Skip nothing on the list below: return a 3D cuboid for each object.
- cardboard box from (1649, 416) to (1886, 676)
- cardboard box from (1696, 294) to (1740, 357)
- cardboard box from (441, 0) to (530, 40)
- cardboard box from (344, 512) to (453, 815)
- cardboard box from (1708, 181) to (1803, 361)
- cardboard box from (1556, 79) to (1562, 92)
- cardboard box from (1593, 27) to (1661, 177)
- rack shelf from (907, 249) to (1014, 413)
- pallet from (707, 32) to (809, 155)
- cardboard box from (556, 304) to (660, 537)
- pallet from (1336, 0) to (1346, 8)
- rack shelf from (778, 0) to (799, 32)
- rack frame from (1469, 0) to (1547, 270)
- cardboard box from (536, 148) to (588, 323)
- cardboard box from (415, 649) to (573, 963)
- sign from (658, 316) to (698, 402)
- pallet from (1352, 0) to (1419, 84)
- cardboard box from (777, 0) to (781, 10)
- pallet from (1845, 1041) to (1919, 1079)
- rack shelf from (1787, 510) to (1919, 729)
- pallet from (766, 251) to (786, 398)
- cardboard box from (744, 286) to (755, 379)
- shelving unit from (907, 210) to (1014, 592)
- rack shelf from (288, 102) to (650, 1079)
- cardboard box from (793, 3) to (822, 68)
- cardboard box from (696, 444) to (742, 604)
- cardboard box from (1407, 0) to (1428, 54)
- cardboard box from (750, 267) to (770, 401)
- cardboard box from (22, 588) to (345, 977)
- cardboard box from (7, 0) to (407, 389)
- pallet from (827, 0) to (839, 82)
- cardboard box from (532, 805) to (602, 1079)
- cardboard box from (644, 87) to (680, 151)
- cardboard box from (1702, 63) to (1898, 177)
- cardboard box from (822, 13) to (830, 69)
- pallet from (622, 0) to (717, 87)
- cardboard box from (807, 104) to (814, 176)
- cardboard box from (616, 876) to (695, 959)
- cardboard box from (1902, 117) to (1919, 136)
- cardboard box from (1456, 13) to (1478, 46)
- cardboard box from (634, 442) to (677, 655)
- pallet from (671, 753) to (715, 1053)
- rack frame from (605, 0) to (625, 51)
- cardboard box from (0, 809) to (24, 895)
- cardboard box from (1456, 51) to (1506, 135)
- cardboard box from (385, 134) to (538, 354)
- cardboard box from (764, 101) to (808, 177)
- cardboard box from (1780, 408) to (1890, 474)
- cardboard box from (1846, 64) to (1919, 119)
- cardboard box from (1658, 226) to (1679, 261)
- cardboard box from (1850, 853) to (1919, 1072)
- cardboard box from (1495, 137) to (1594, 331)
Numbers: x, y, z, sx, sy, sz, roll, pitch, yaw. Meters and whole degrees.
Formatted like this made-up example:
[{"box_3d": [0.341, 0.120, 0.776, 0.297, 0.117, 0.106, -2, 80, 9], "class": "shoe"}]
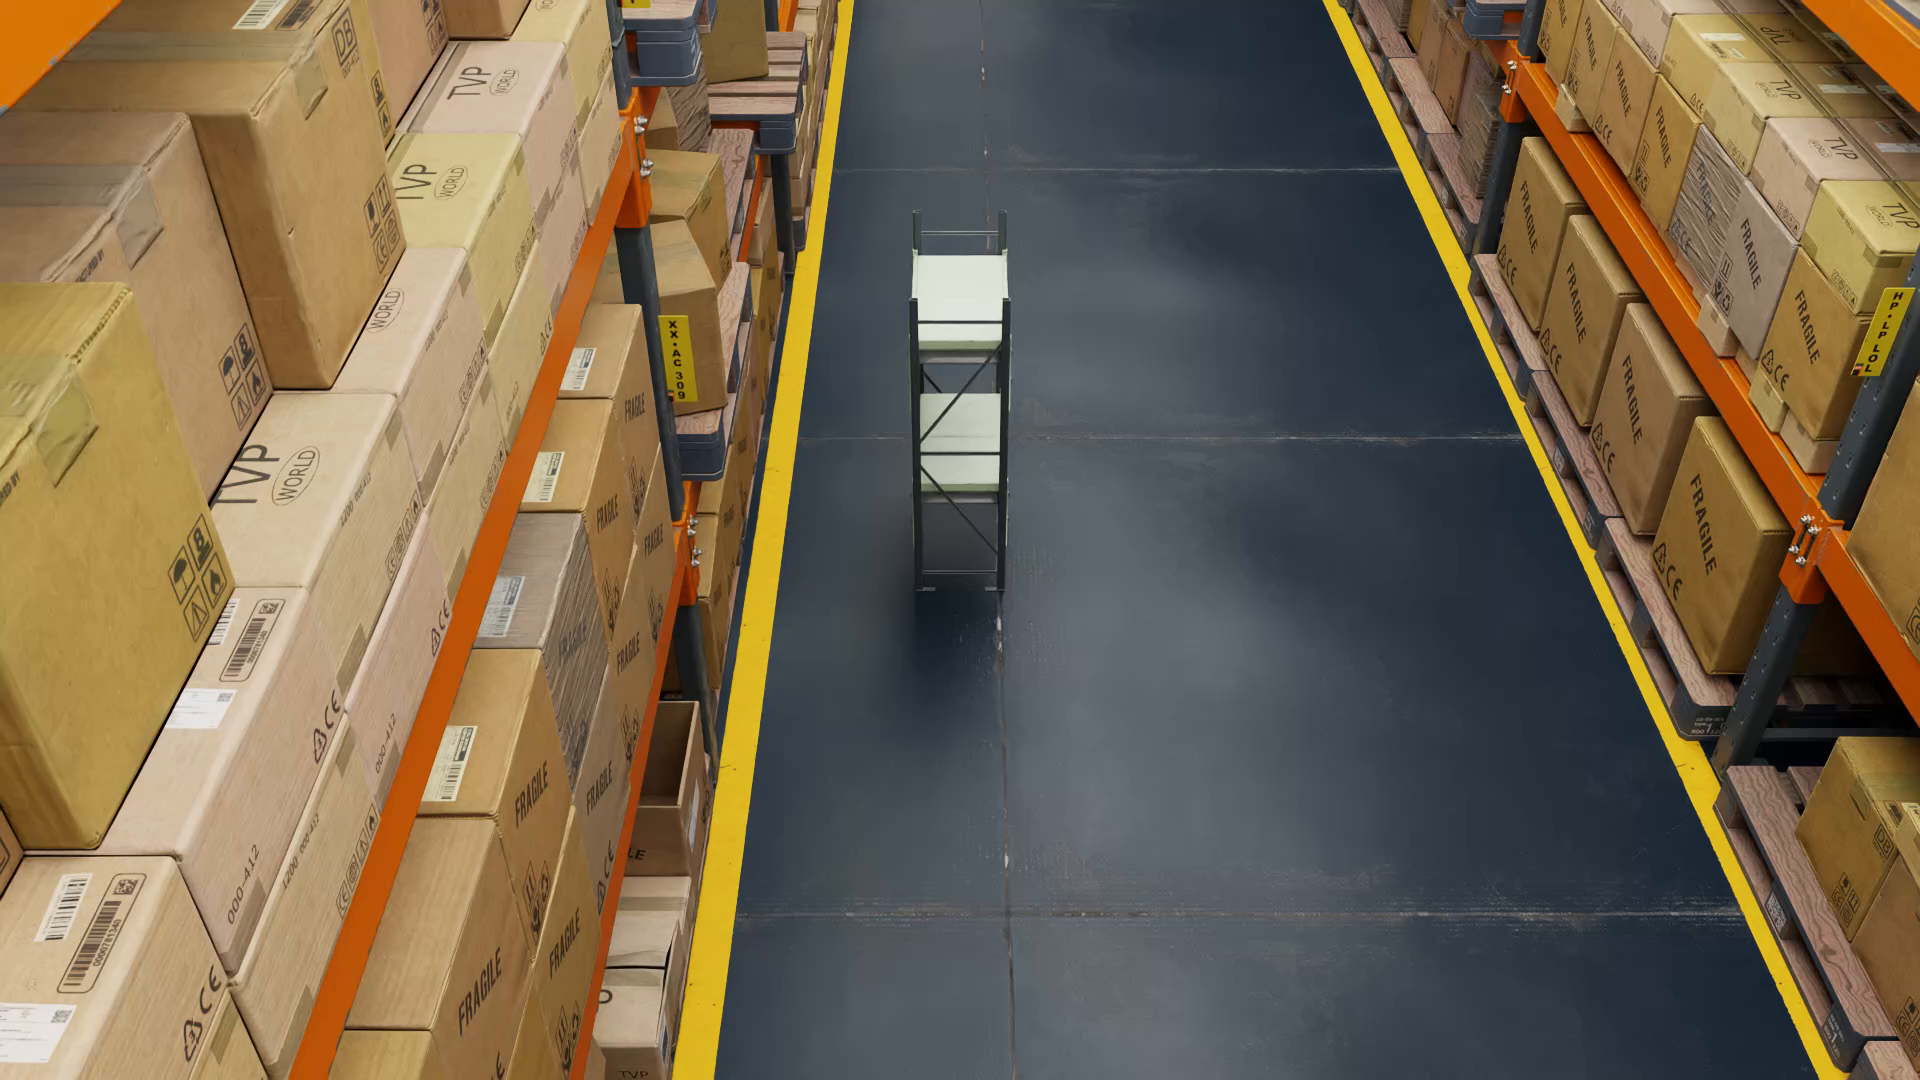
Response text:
[{"box_3d": [3.364, 0.020, 6.709, 0.750, 0.750, 0.750, 0, 39, 0], "class": "cardboard box"}, {"box_3d": [3.173, -0.854, 6.602, 0.380, 0.149, 0.250, 0, 39, 0], "class": "cardboard box"}, {"box_3d": [-1.420, -1.538, 3.992, 0.700, 0.500, 0.500, 0, 39, 0], "class": "cardboard box"}, {"box_3d": [-1.191, 0.200, 2.823, 0.500, 0.250, 0.500, 0, 39, 0], "class": "cardboard box"}, {"box_3d": [3.232, -1.019, 6.289, 0.500, 0.500, 0.500, 0, 39, 0], "class": "cardboard box"}, {"box_3d": [3.250, -2.296, 8.401, 0.380, 0.149, 0.250, 0, 39, 1], "class": "cardboard box"}, {"box_3d": [3.225, -1.971, 7.477, 0.500, 0.500, 0.500, 0, 39, 0], "class": "cardboard box"}, {"box_3d": [0.000, -0.894, 7.042, 0.431, 0.370, 0.720, 0, 39, 0], "class": "rack shelf"}, {"box_3d": [-1.393, -2.245, 8.306, 1.213, 0.211, 1.003, 0, 39, 0], "class": "pallet"}, {"box_3d": [-1.200, -0.355, 4.915, 0.500, 0.500, 0.500, 0, 39, 0], "class": "cardboard box"}, {"box_3d": [3.449, -4.583, 13.300, 1.003, 0.211, 1.213, 0, 39, 0], "class": "pallet"}, {"box_3d": [-1.466, -3.714, 10.561, 1.077, 0.370, 4.000, 0, 39, 0], "class": "rack shelf"}, {"box_3d": [3.490, -2.750, 8.782, 1.000, 3.000, 0.127, 0, 39, 0], "class": "rack frame"}, {"box_3d": [-1.203, -0.738, 3.993, 0.500, 0.250, 0.500, 0, 39, 0], "class": "cardboard box"}, {"box_3d": [-1.197, 0.595, 3.730, 0.500, 0.500, 0.500, 0, 39, 0], "class": "cardboard box"}, {"box_3d": [-0.916, -0.585, 5.389, 0.100, 0.325, 0.005, 0, 39, 0], "class": "sign"}, {"box_3d": [3.488, -3.676, 12.168, 1.003, 0.211, 1.213, 0, 39, 0], "class": "pallet"}, {"box_3d": [-1.271, -3.268, 9.501, 0.500, 0.311, 0.500, 0, 39, -1], "class": "cardboard box"}, {"box_3d": [3.422, 2.080, 4.985, 1.003, 0.211, 1.213, 0, 39, 0], "class": "pallet"}, {"box_3d": [3.497, 1.283, 4.325, 1.077, 0.370, 4.000, 0, 39, 0], "class": "rack shelf"}, {"box_3d": [-1.501, -1.189, 9.064, 1.003, 0.211, 1.213, 0, 39, 0], "class": "pallet"}, {"box_3d": [-1.218, -0.973, 7.613, 0.500, 0.250, 0.500, -1, 39, -1], "class": "cardboard box"}, {"box_3d": [0.000, -0.589, 7.286, 0.431, 1.500, 0.755, 0, 39, 0], "class": "shelving unit"}, {"box_3d": [-1.457, 0.119, 3.380, 1.077, 0.370, 4.000, 0, 39, 0], "class": "rack shelf"}, {"box_3d": [-1.179, -3.350, 10.946, 0.500, 0.311, 0.500, 0, 39, -1], "class": "cardboard box"}, {"box_3d": [-1.228, -0.075, 7.092, 0.500, 0.500, 0.500, 0, 39, 1], "class": "cardboard box"}, {"box_3d": [3.554, -3.664, 11.570, 0.700, 0.500, 0.500, -1, 39, -1], "class": "cardboard box"}, {"box_3d": [-1.228, -1.032, 8.286, 0.500, 0.500, 0.500, -1, 39, -2], "class": "cardboard box"}, {"box_3d": [-1.188, 0.318, 2.276, 0.500, 0.250, 0.500, 0, 39, 0], "class": "cardboard box"}, {"box_3d": [-1.402, -0.600, 2.822, 0.700, 0.500, 0.500, 0, 39, 0], "class": "cardboard box"}, {"box_3d": [-1.428, -3.696, 12.194, 1.003, 0.211, 1.213, 0, 39, 0], "class": "pallet"}, {"box_3d": [-1.194, 0.993, 4.032, 0.500, 0.500, 0.500, 0, 39, 1], "class": "cardboard box"}, {"box_3d": [-1.523, -1.550, 6.870, 0.700, 0.500, 0.500, -9, 40, -11], "class": "cardboard box"}, {"box_3d": [3.247, -1.634, 6.457, 0.500, 0.250, 0.500, 1, 39, 1], "class": "cardboard box"}, {"box_3d": [-1.178, -3.441, 11.508, 0.500, 0.250, 0.500, 1, 39, 1], "class": "cardboard box"}, {"box_3d": [-1.390, -1.747, 5.283, 1.213, 0.211, 1.003, 0, 39, 0], "class": "pallet"}, {"box_3d": [-1.172, -2.477, 10.305, 0.500, 0.250, 0.500, -1, 39, -1], "class": "cardboard box"}, {"box_3d": [-1.114, 1.289, 5.671, 0.380, 0.149, 0.250, 0, 39, 0], "class": "cardboard box"}, {"box_3d": [3.747, -1.319, 6.063, 0.500, 0.250, 0.500, 0, 39, 0], "class": "cardboard box"}, {"box_3d": [3.493, -3.367, 10.600, 0.500, 0.250, 0.500, 0, 39, 0], "class": "cardboard box"}, {"box_3d": [-1.202, 0.031, 5.233, 0.500, 0.500, 0.500, 1, 39, 1], "class": "cardboard box"}, {"box_3d": [-1.459, 1.275, 5.990, 1.003, 0.211, 1.213, 0, 39, 0], "class": "pallet"}, {"box_3d": [-1.459, -2.583, 3.778, 1.000, 3.000, 0.127, 0, 39, 0], "class": "rack frame"}, {"box_3d": [-1.471, 0.338, 1.651, 0.700, 0.500, 0.500, 0, 39, 0], "class": "cardboard box"}, {"box_3d": [3.553, -2.718, 10.390, 0.700, 0.500, 0.500, 0, 39, 0], "class": "cardboard box"}, {"box_3d": [-1.191, -0.620, 3.447, 0.500, 0.250, 0.500, 0, 39, 0], "class": "cardboard box"}, {"box_3d": [-1.171, -2.381, 9.737, 0.500, 0.311, 0.500, 1, 39, 1], "class": "cardboard box"}, {"box_3d": [3.211, -0.369, 5.997, 0.380, 0.149, 0.250, 0, 39, 0], "class": "cardboard box"}, {"box_3d": [3.742, -1.632, 6.455, 0.500, 0.250, 0.500, -1, 39, -2], "class": "cardboard box"}, {"box_3d": [3.265, -1.330, 7.196, 0.380, 0.149, 0.250, 1, 39, 1], "class": "cardboard box"}, {"box_3d": [3.390, 1.345, 5.336, 0.700, 0.500, 0.500, 0, 39, -1], "class": "cardboard box"}, {"box_3d": [3.360, -1.615, 8.749, 0.750, 0.750, 0.750, -1, 39, -1], "class": "cardboard box"}]
